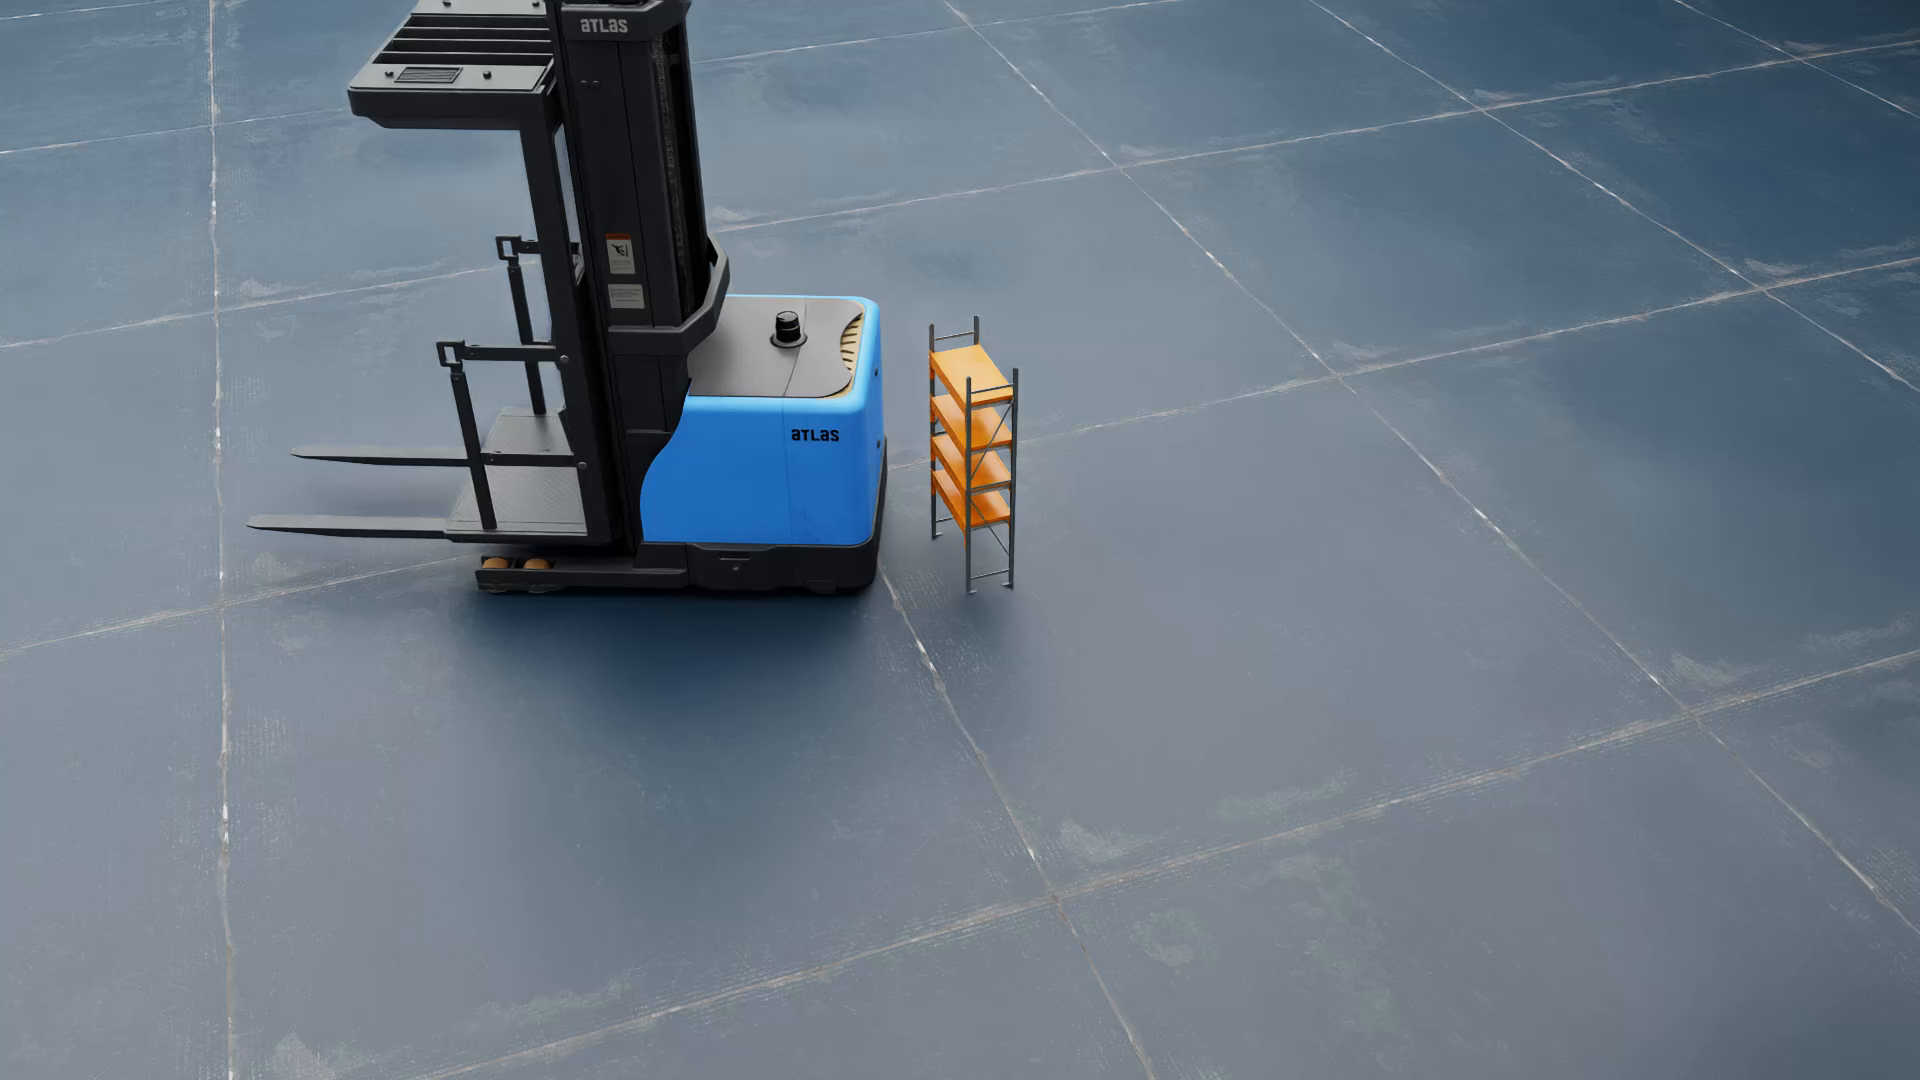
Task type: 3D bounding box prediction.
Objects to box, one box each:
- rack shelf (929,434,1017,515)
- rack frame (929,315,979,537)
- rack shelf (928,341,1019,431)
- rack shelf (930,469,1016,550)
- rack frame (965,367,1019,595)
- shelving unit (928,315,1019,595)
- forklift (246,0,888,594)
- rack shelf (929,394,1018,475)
[{"bbox_3d":[0.057,-0.332,7.805,0.258,0.148,0.480,-12,39,-16],"label":"rack shelf"},{"bbox_3d":[-0.027,-0.524,7.948,0.240,1.200,0.015,-12,39,-16],"label":"rack frame"},{"bbox_3d":[0.057,-0.700,7.528,0.258,0.148,0.480,-12,39,-16],"label":"rack shelf"},{"bbox_3d":[0.057,-0.173,7.925,0.258,0.148,0.480,-12,39,-16],"label":"rack shelf"},{"bbox_3d":[0.141,-0.248,7.582,0.240,1.200,0.015,-12,39,-16],"label":"rack frame"},{"bbox_3d":[0.057,-0.386,7.765,0.258,1.200,0.503,-12,39,-16],"label":"shelving unit"},{"bbox_3d":[-1.903,-1.233,7.451,3.031,2.935,1.130,1,37,2],"label":"forklift"},{"bbox_3d":[0.057,-0.511,7.671,0.258,0.148,0.480,-12,39,-16],"label":"rack shelf"}]
